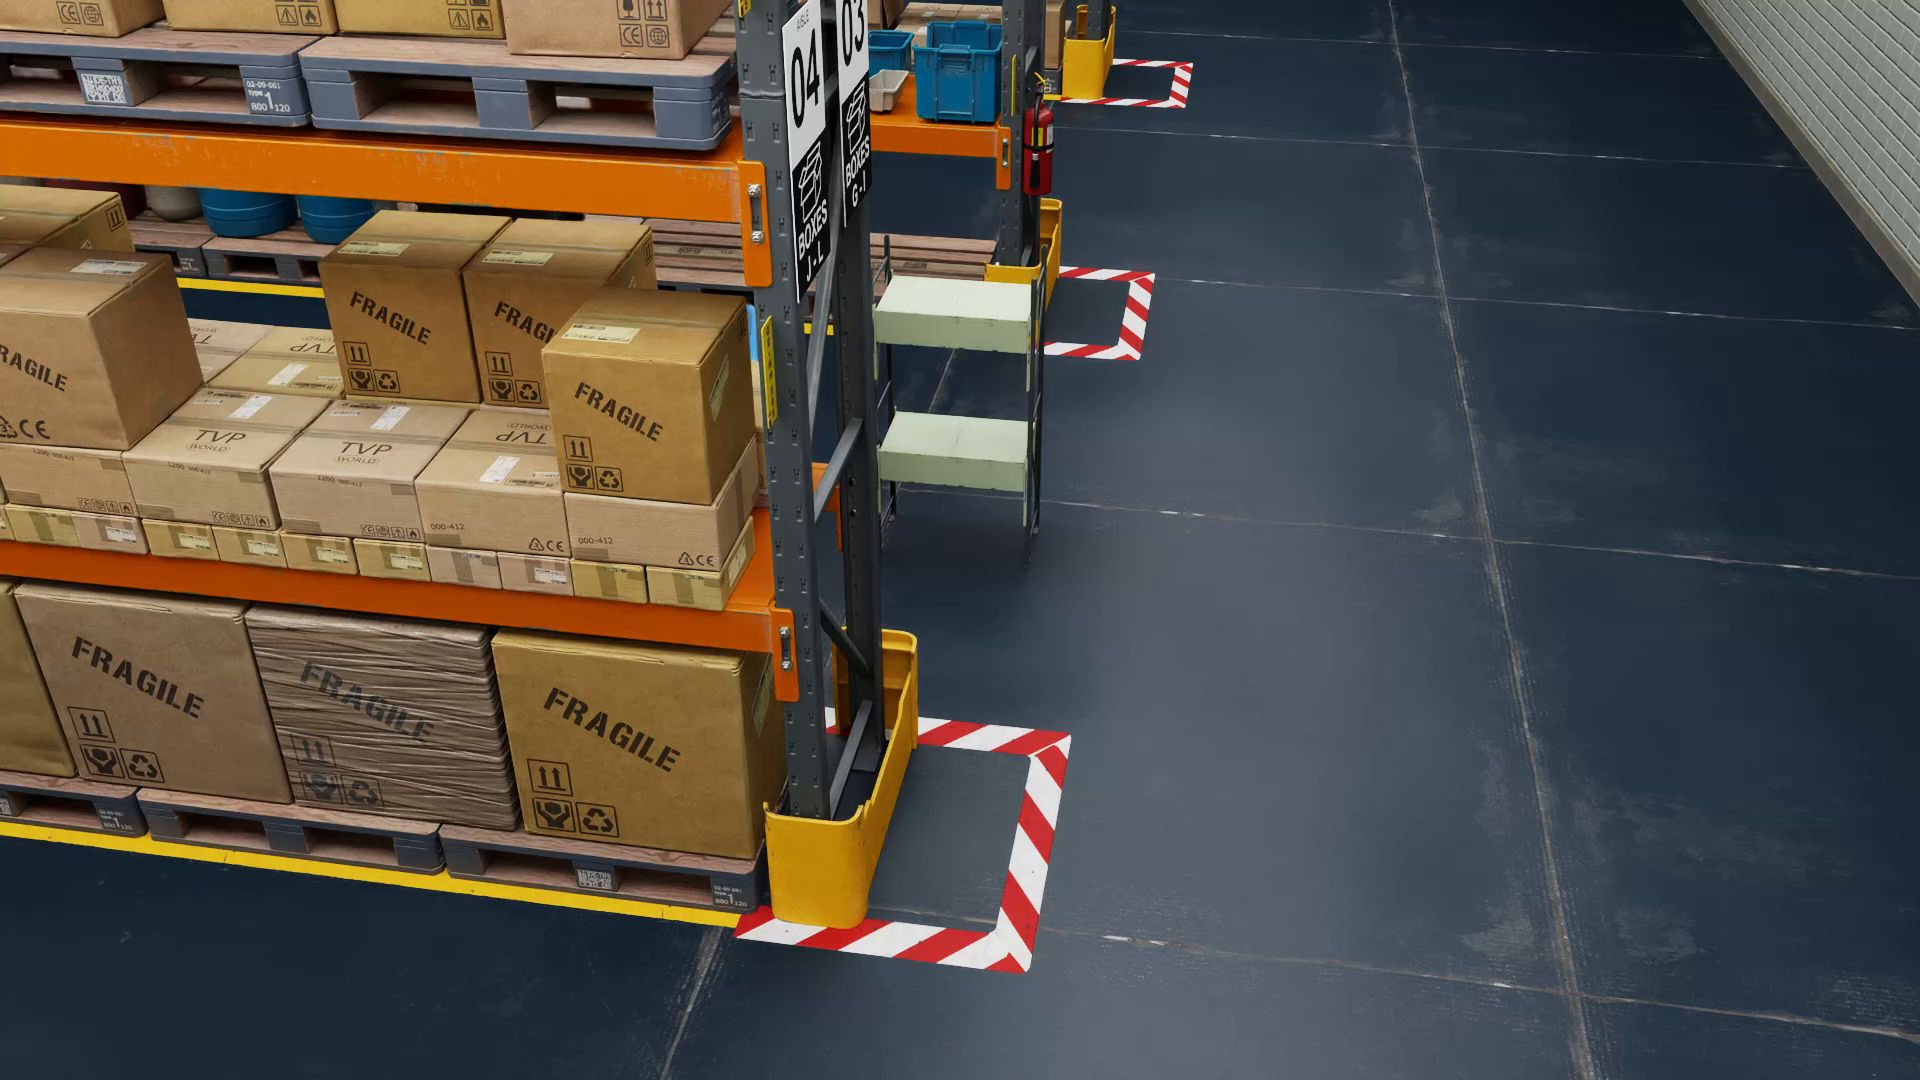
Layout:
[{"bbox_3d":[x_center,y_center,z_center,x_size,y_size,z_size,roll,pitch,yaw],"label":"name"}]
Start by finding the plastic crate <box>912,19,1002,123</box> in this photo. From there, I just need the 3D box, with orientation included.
[{"bbox_3d":[0.017,-2.747,9.721,0.499,0.435,0.616,5,32,8],"label":"plastic crate"}]

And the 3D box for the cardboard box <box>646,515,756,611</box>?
[{"bbox_3d":[-0.861,0.063,5.559,0.250,0.149,0.380,6,33,9],"label":"cardboard box"}]

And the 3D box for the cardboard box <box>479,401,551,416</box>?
[{"bbox_3d":[-1.396,-0.473,6.040,0.500,0.250,0.500,5,32,8],"label":"cardboard box"}]

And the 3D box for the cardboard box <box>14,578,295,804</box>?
[{"bbox_3d":[-2.873,0.363,6.450,0.875,0.875,0.875,5,32,8],"label":"cardboard box"}]

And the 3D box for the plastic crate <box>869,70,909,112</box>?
[{"bbox_3d":[-0.456,-2.666,9.874,0.243,0.136,0.396,5,32,8],"label":"plastic crate"}]

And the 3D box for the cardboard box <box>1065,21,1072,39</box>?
[{"bbox_3d":[0.861,-4.560,14.980,0.250,0.149,0.380,5,32,8],"label":"cardboard box"}]

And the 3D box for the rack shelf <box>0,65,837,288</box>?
[{"bbox_3d":[-2.426,-1.329,5.397,4.000,0.370,1.077,5,32,8],"label":"rack shelf"}]

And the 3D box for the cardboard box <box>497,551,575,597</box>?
[{"bbox_3d":[-1.366,0.018,5.631,0.250,0.149,0.380,5,32,8],"label":"cardboard box"}]

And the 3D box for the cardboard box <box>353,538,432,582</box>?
[{"bbox_3d":[-1.868,-0.027,5.703,0.250,0.149,0.380,4,32,7],"label":"cardboard box"}]

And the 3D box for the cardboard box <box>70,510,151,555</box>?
[{"bbox_3d":[-2.884,-0.118,5.849,0.250,0.149,0.380,6,32,9],"label":"cardboard box"}]

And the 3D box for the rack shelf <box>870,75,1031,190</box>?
[{"bbox_3d":[-1.593,-2.648,10.331,4.000,0.370,1.077,5,32,8],"label":"rack shelf"}]

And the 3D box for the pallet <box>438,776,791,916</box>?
[{"bbox_3d":[-1.256,0.968,6.505,1.213,0.211,1.003,5,32,8],"label":"pallet"}]

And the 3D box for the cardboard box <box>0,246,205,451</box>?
[{"bbox_3d":[-2.971,-0.653,5.620,0.500,0.500,0.500,4,32,7],"label":"cardboard box"}]

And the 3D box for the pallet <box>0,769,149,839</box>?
[{"bbox_3d":[-3.661,0.750,6.853,1.213,0.211,1.003,5,32,8],"label":"pallet"}]

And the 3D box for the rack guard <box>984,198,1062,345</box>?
[{"bbox_3d":[0.405,-1.719,10.525,0.348,0.500,1.175,5,32,8],"label":"rack guard"}]

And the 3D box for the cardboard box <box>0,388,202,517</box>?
[{"bbox_3d":[-2.978,-0.334,5.818,0.500,0.250,0.500,6,33,9],"label":"cardboard box"}]

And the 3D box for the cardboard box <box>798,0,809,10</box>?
[{"bbox_3d":[-1.379,-4.799,15.209,0.500,0.311,0.500,5,32,8],"label":"cardboard box"}]

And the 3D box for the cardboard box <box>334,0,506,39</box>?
[{"bbox_3d":[-1.511,-1.850,4.966,0.500,0.500,0.700,4,32,6],"label":"cardboard box"}]

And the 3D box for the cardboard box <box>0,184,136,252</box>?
[{"bbox_3d":[-3.406,-0.973,6.132,0.500,0.500,0.500,5,32,9],"label":"cardboard box"}]

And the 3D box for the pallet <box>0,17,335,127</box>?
[{"bbox_3d":[-2.394,-1.586,5.213,1.213,0.211,1.003,5,32,8],"label":"pallet"}]

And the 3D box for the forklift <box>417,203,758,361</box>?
[{"bbox_3d":[-2.411,-1.175,7.364,3.031,2.935,1.130,-2,32,-4],"label":"forklift"}]

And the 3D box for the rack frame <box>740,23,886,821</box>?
[{"bbox_3d":[-0.455,-0.184,5.716,0.127,3.000,1.000,5,32,8],"label":"rack frame"}]

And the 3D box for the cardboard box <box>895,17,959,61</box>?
[{"bbox_3d":[-0.293,-4.406,14.638,0.500,0.250,0.500,5,32,8],"label":"cardboard box"}]

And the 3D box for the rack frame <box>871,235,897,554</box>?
[{"bbox_3d":[-0.367,-0.669,7.905,0.023,1.500,0.400,5,32,8],"label":"rack frame"}]

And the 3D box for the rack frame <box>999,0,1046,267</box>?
[{"bbox_3d":[0.379,-2.774,9.855,0.127,3.000,1.000,5,32,8],"label":"rack frame"}]

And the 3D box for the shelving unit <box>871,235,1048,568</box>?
[{"bbox_3d":[-0.007,-0.636,7.853,0.755,1.500,0.431,5,32,8],"label":"shelving unit"}]

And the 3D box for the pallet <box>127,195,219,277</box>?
[{"bbox_3d":[-5.524,-2.148,11.482,1.213,0.211,1.003,5,32,8],"label":"pallet"}]

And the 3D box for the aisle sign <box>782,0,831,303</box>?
[{"bbox_3d":[-0.434,-1.122,4.766,0.004,0.787,0.394,5,32,8],"label":"aisle sign"}]

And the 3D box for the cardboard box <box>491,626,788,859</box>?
[{"bbox_3d":[-1.099,0.524,6.193,0.875,0.875,0.875,5,32,8],"label":"cardboard box"}]

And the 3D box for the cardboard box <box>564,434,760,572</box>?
[{"bbox_3d":[-0.977,-0.151,5.525,0.500,0.250,0.500,5,32,7],"label":"cardboard box"}]

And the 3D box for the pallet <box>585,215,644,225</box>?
[{"bbox_3d":[-2.833,-1.904,11.093,1.213,0.211,1.003,5,32,8],"label":"pallet"}]

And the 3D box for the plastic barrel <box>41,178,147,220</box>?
[{"bbox_3d":[-5.909,-2.509,11.307,0.708,0.588,0.600,5,32,8],"label":"plastic barrel"}]

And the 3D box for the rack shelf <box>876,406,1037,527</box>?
[{"bbox_3d":[-0.007,-0.360,8.026,0.720,0.370,0.431,5,32,8],"label":"rack shelf"}]

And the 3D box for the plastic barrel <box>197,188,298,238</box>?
[{"bbox_3d":[-4.796,-2.540,11.063,0.708,0.901,0.600,5,32,8],"label":"plastic barrel"}]

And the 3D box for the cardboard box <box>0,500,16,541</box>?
[{"bbox_3d":[-3.384,-0.165,5.923,0.250,0.149,0.380,4,32,7],"label":"cardboard box"}]

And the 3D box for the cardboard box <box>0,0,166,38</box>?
[{"bbox_3d":[-2.595,-1.865,4.991,0.500,0.500,0.700,7,33,10],"label":"cardboard box"}]

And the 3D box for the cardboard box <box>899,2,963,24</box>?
[{"bbox_3d":[-0.258,-4.672,15.063,0.500,0.250,0.500,5,32,8],"label":"cardboard box"}]

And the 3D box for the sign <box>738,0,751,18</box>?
[{"bbox_3d":[-0.560,-1.514,4.255,0.005,0.325,0.100,5,32,8],"label":"sign"}]

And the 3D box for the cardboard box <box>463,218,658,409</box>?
[{"bbox_3d":[-1.375,-0.793,5.844,0.500,0.500,0.500,4,32,7],"label":"cardboard box"}]

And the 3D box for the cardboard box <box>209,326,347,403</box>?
[{"bbox_3d":[-2.406,-0.564,6.185,0.500,0.250,0.500,5,32,7],"label":"cardboard box"}]

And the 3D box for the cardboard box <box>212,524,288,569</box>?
[{"bbox_3d":[-2.368,-0.073,5.777,0.250,0.149,0.380,6,33,9],"label":"cardboard box"}]

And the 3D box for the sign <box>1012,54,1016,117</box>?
[{"bbox_3d":[0.302,-2.554,9.350,0.005,0.325,0.100,5,32,8],"label":"sign"}]

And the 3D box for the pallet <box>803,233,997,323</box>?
[{"bbox_3d":[-0.428,-1.686,10.745,1.213,0.211,1.003,5,32,8],"label":"pallet"}]

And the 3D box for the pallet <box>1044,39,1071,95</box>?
[{"bbox_3d":[0.355,-4.260,14.857,1.213,0.211,1.003,5,32,8],"label":"pallet"}]

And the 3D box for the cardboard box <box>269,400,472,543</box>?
[{"bbox_3d":[-1.979,-0.242,5.670,0.500,0.250,0.500,4,32,7],"label":"cardboard box"}]
